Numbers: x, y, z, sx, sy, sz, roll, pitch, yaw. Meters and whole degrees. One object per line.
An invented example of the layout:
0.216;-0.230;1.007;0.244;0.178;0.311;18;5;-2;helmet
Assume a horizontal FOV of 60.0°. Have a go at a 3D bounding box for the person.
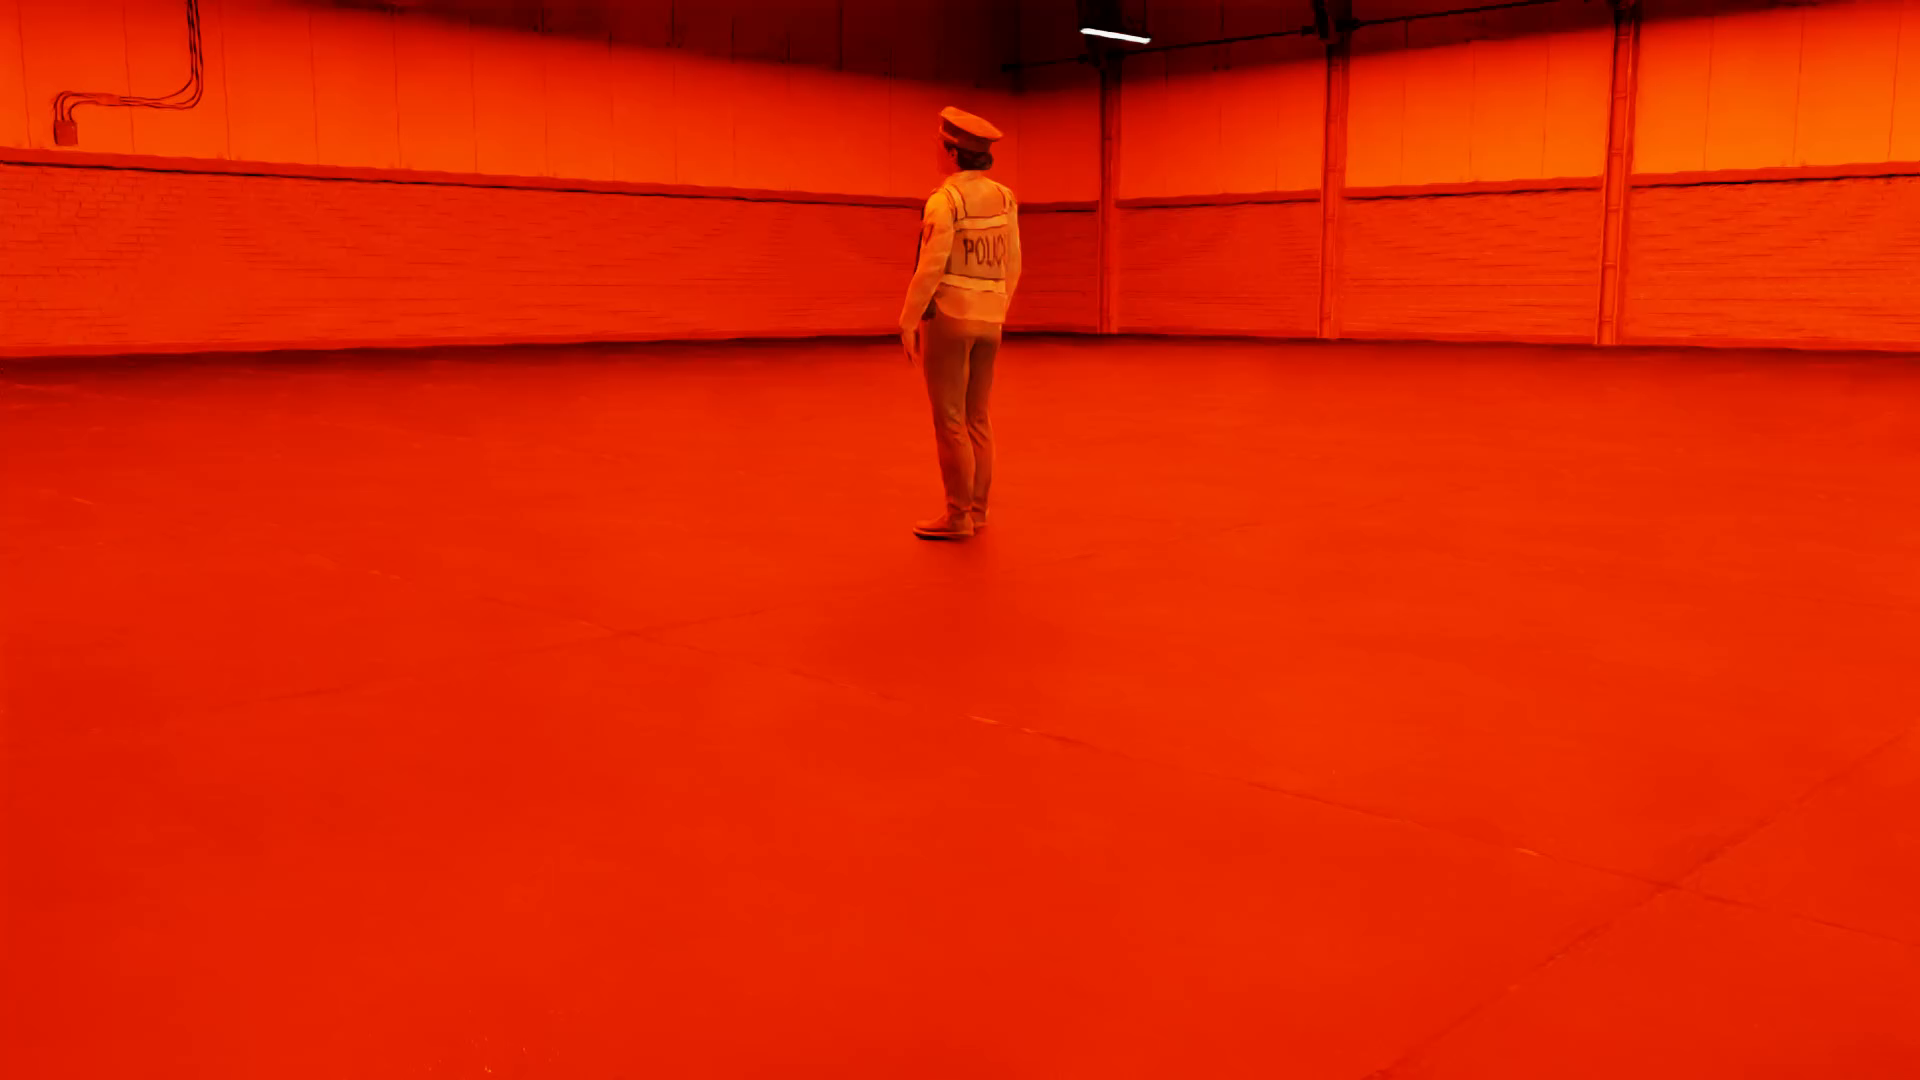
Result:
-0.044;-0.853;6.641;0.532;1.695;0.586;8;12;43;person
